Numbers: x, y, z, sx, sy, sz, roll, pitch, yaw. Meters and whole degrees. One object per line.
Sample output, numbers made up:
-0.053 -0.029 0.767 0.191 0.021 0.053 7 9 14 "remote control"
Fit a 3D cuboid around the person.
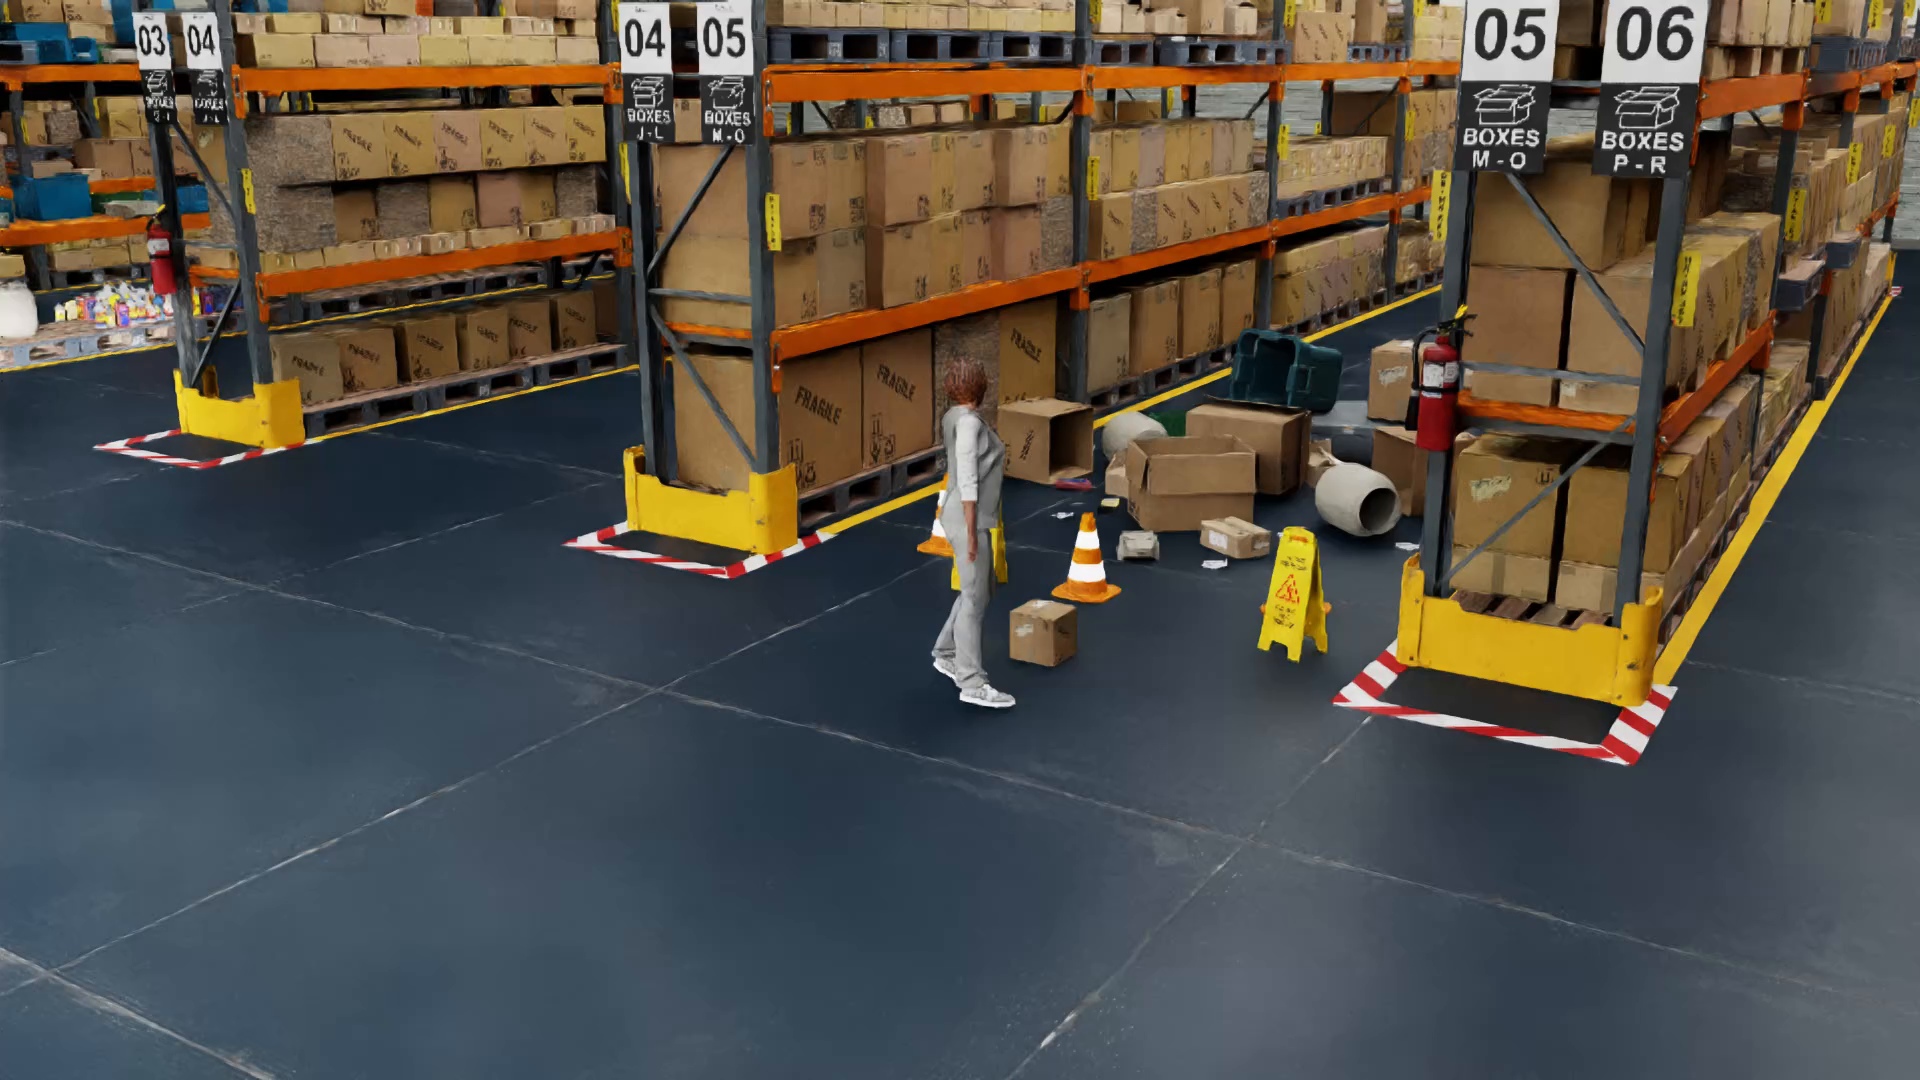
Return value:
0.059 -0.040 7.714 0.375 1.594 0.573 -1 16 -3 "person"
